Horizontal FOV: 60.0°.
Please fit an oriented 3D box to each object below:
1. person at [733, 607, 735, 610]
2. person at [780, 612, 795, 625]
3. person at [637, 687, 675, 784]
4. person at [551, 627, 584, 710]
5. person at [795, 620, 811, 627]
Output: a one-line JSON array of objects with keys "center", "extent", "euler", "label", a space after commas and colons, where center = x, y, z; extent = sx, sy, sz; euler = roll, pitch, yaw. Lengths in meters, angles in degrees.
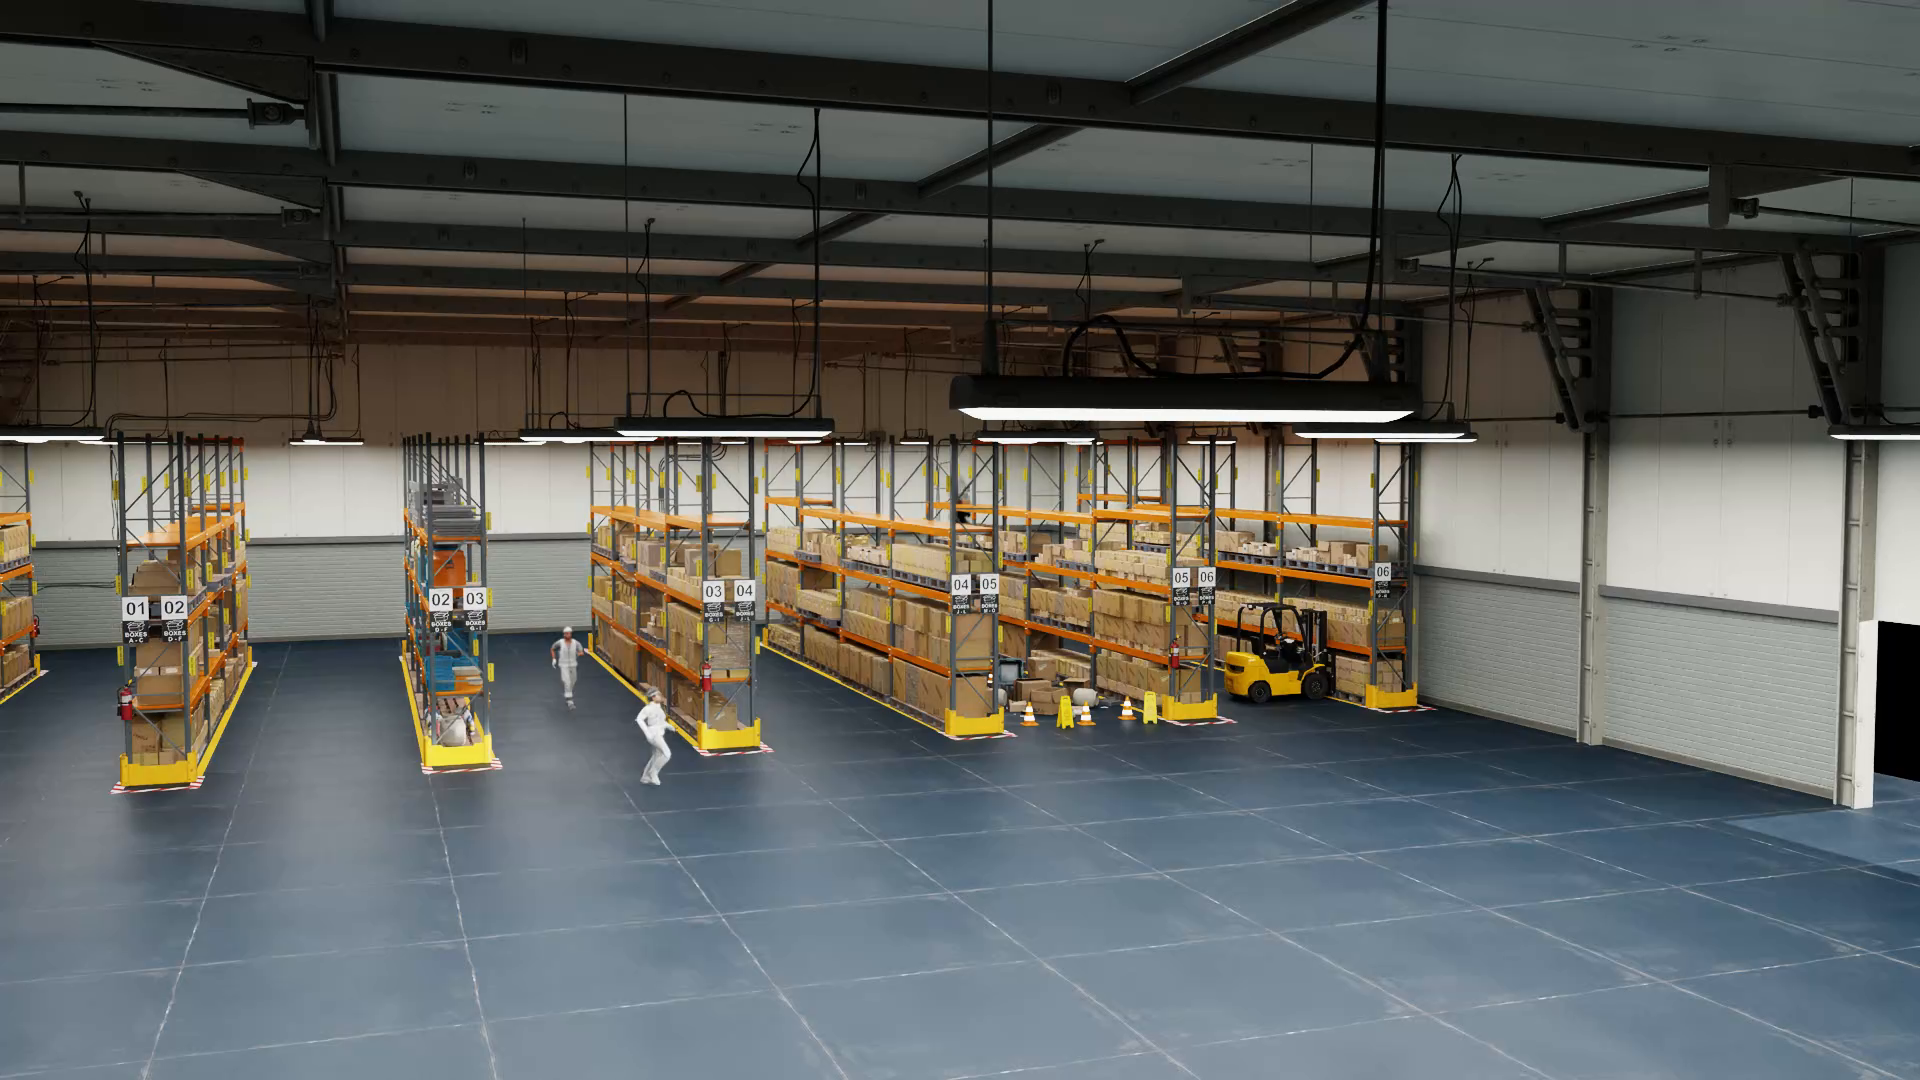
[{"center": [-6.786, 2.274, 47.573], "extent": [0.672, 1.673, 0.834], "euler": [0, 3, 4], "label": "person"}, {"center": [-5.220, 2.084, 49.852], "extent": [0.926, 1.718, 0.701], "euler": [2, 4, 28], "label": "person"}, {"center": [-5.151, 3.323, 28.209], "extent": [0.607, 1.650, 0.627], "euler": [0, 3, 9], "label": "person"}, {"center": [-8.579, 2.782, 36.387], "extent": [0.661, 1.768, 0.993], "euler": [-2, 4, -29], "label": "person"}, {"center": [-4.712, 2.185, 49.877], "extent": [0.616, 1.544, 0.529], "euler": [-1, 3, -25], "label": "person"}]
